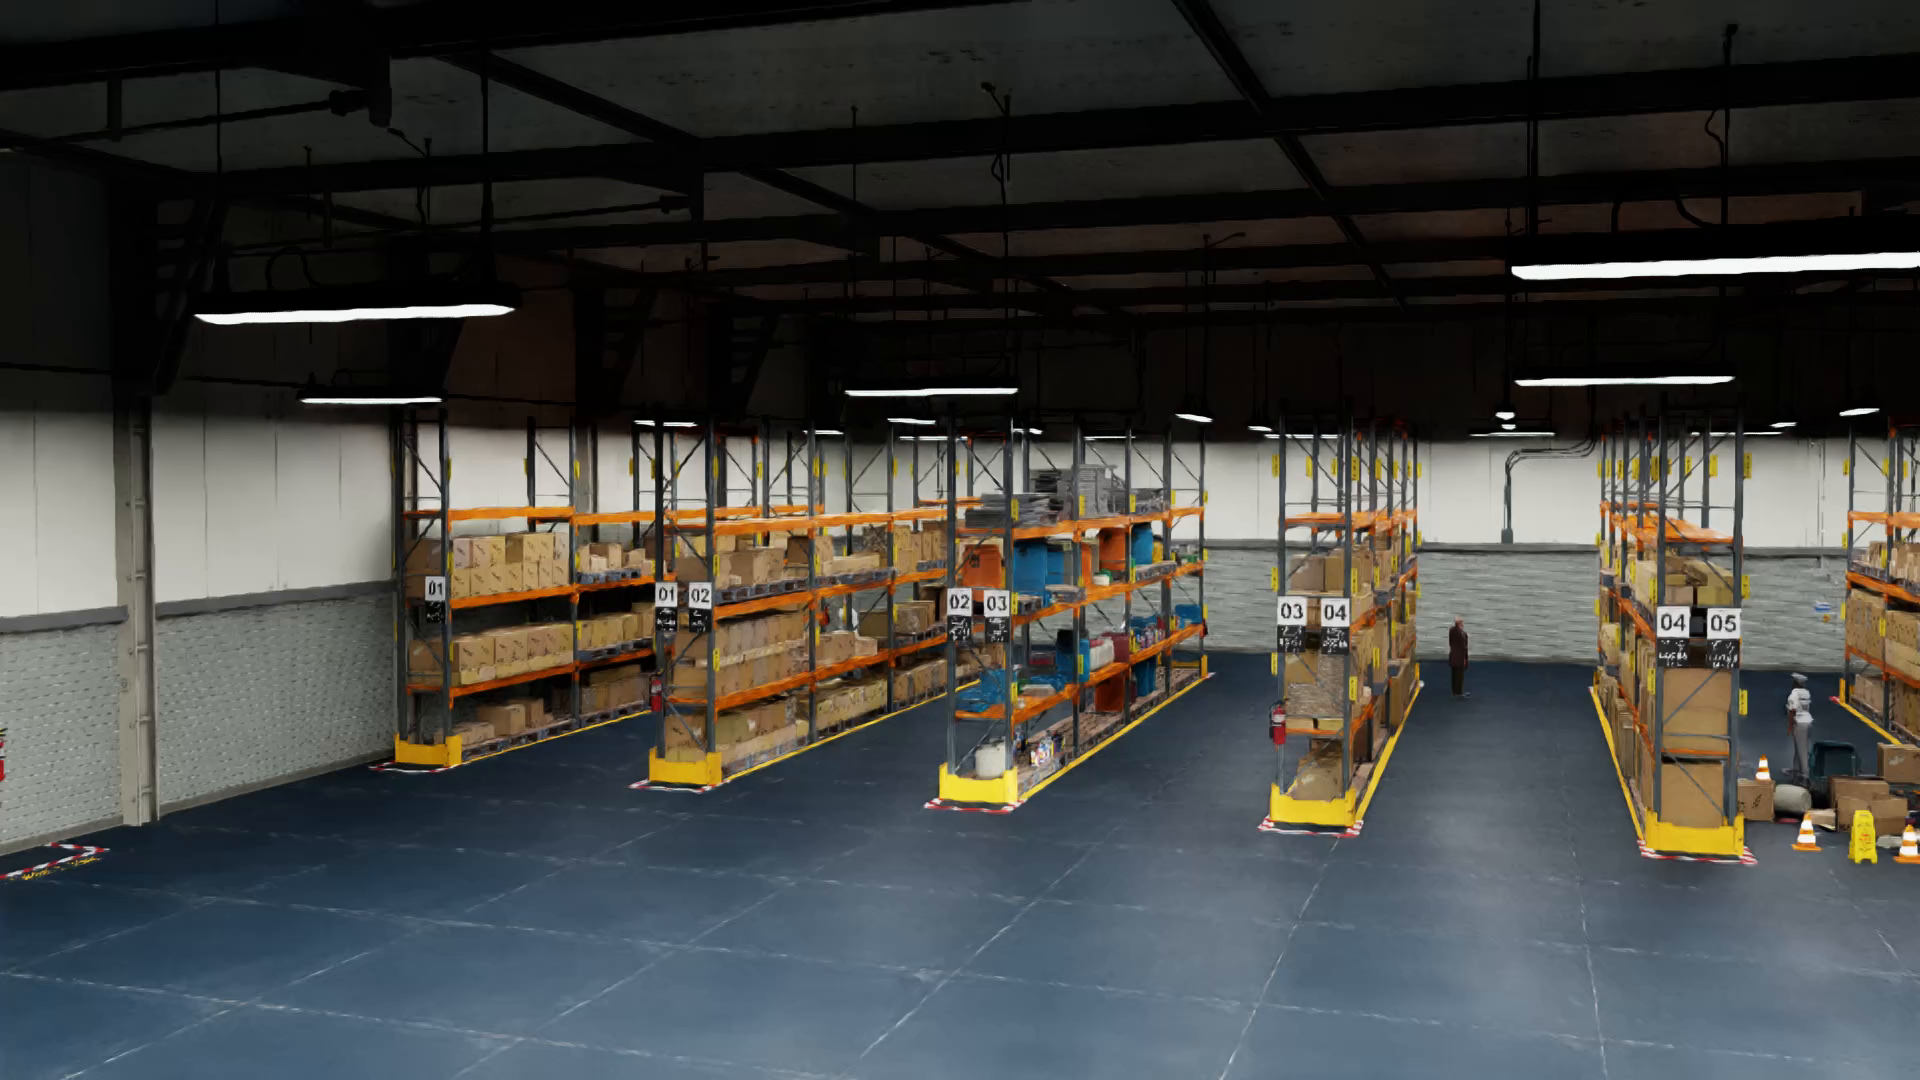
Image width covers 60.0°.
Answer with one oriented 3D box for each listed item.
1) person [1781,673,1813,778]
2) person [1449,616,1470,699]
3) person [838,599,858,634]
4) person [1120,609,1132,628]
[{"bbox_3d":[13.565,2.999,26.945,0.574,1.665,0.549,-2,3,-41],"label":"person"},{"bbox_3d":[10.892,2.544,36.187,0.504,1.787,0.640,-1,2,-12],"label":"person"},{"bbox_3d":[-2.843,2.338,41.955,0.603,1.724,1.093,1,3,18],"label":"person"},{"bbox_3d":[3.872,2.456,38.520,0.580,1.764,0.692,1,3,30],"label":"person"}]
